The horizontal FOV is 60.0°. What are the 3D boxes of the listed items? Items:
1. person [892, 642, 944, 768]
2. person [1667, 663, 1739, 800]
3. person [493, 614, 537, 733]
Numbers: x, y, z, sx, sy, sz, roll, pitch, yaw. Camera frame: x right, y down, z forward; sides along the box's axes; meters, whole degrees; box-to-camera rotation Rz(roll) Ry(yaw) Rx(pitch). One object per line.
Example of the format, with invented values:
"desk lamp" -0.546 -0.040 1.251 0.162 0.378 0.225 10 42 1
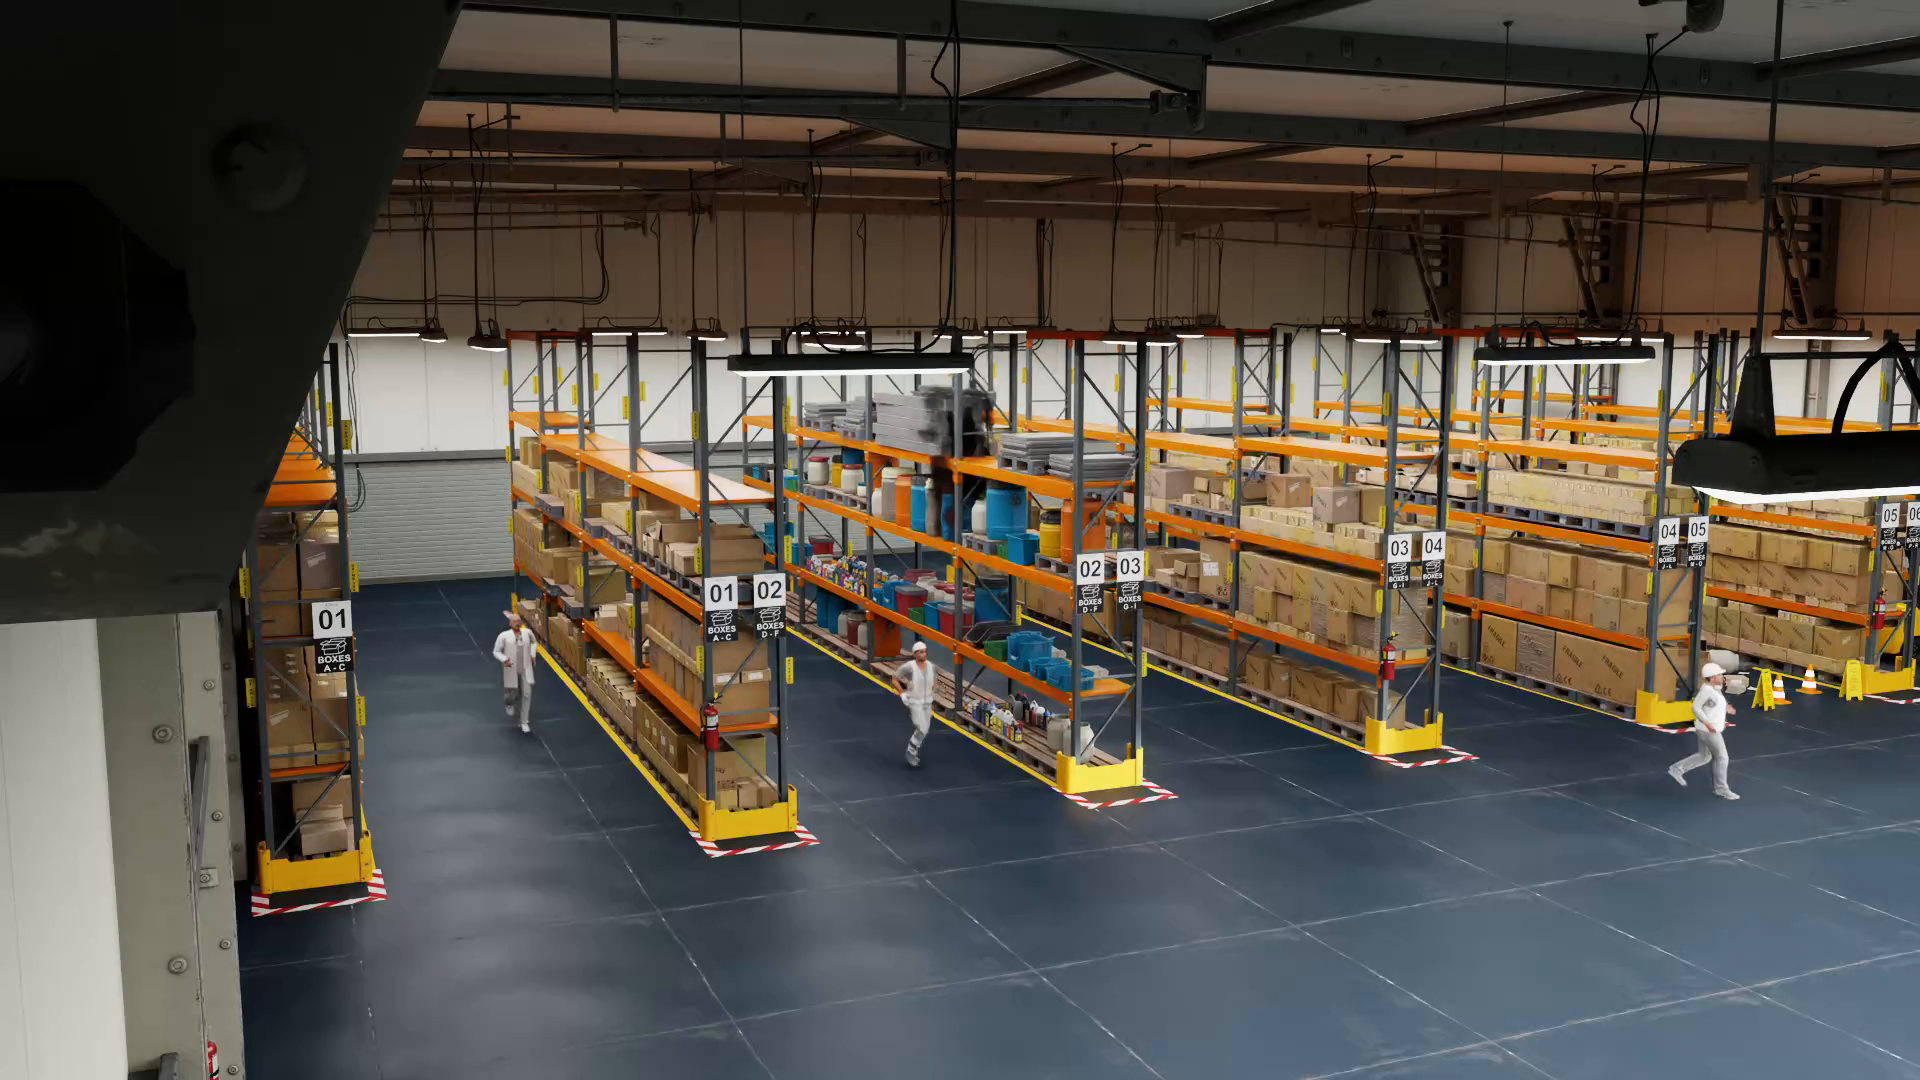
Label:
"person" -0.546 2.302 23.229 0.634 1.767 0.670 -6 10 -39
"person" 9.828 2.489 21.890 0.880 1.786 0.649 3 8 21
"person" -6.783 2.010 25.500 0.710 1.776 0.910 -4 9 -29
